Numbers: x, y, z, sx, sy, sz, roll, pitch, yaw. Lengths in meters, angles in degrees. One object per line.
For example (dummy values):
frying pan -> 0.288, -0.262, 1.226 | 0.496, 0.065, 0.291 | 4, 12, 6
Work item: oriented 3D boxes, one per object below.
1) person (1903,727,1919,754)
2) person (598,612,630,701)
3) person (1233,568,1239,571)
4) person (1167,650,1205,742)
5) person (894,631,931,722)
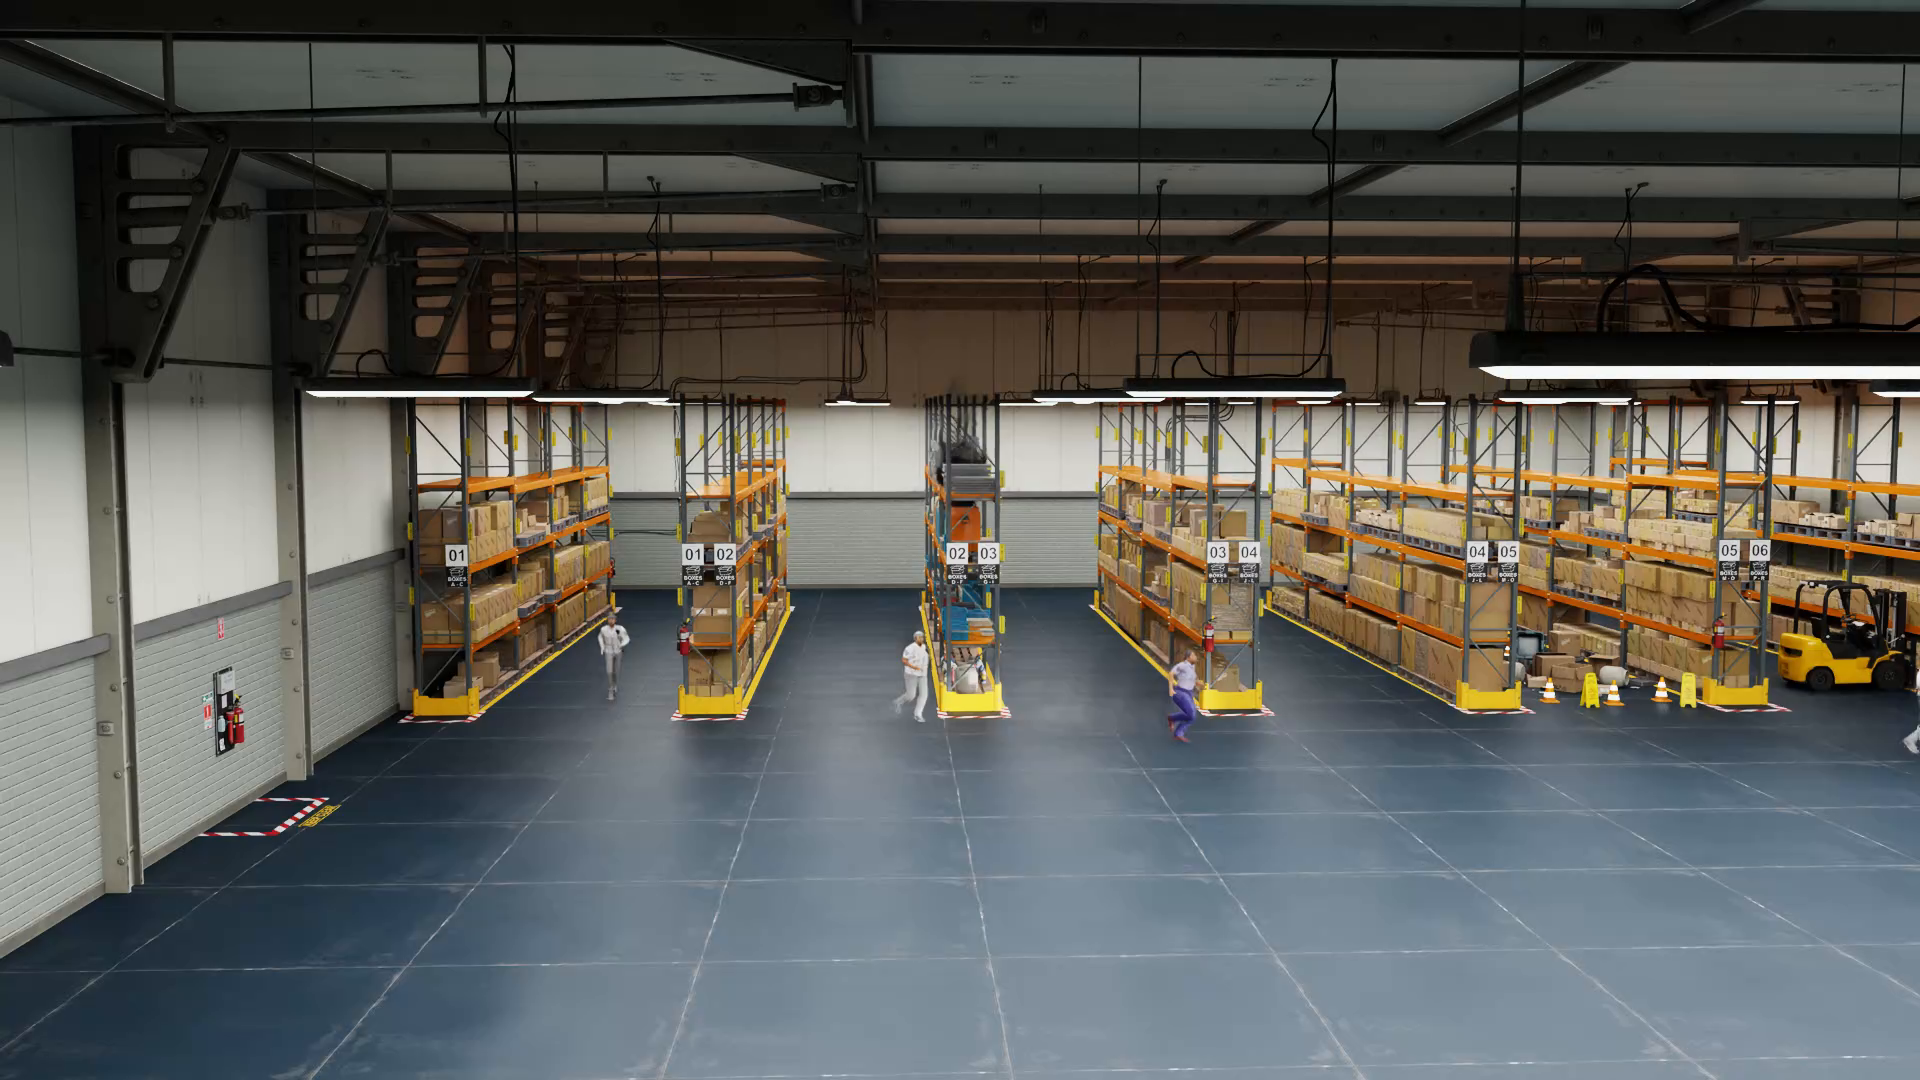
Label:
person -> 15.838, 2.726, 27.043 | 0.691, 1.848, 0.913 | -3, 5, -34
person -> -6.859, 2.279, 32.979 | 0.605, 1.732, 0.790 | -1, 5, -13
person -> 7.827, 1.123, 47.882 | 0.655, 1.636, 0.568 | 2, 5, 26
person -> 3.890, 2.690, 28.584 | 0.623, 1.589, 0.645 | 3, 5, 32
person -> -0.830, 2.496, 30.682 | 0.618, 1.659, 0.751 | -4, 6, -39
